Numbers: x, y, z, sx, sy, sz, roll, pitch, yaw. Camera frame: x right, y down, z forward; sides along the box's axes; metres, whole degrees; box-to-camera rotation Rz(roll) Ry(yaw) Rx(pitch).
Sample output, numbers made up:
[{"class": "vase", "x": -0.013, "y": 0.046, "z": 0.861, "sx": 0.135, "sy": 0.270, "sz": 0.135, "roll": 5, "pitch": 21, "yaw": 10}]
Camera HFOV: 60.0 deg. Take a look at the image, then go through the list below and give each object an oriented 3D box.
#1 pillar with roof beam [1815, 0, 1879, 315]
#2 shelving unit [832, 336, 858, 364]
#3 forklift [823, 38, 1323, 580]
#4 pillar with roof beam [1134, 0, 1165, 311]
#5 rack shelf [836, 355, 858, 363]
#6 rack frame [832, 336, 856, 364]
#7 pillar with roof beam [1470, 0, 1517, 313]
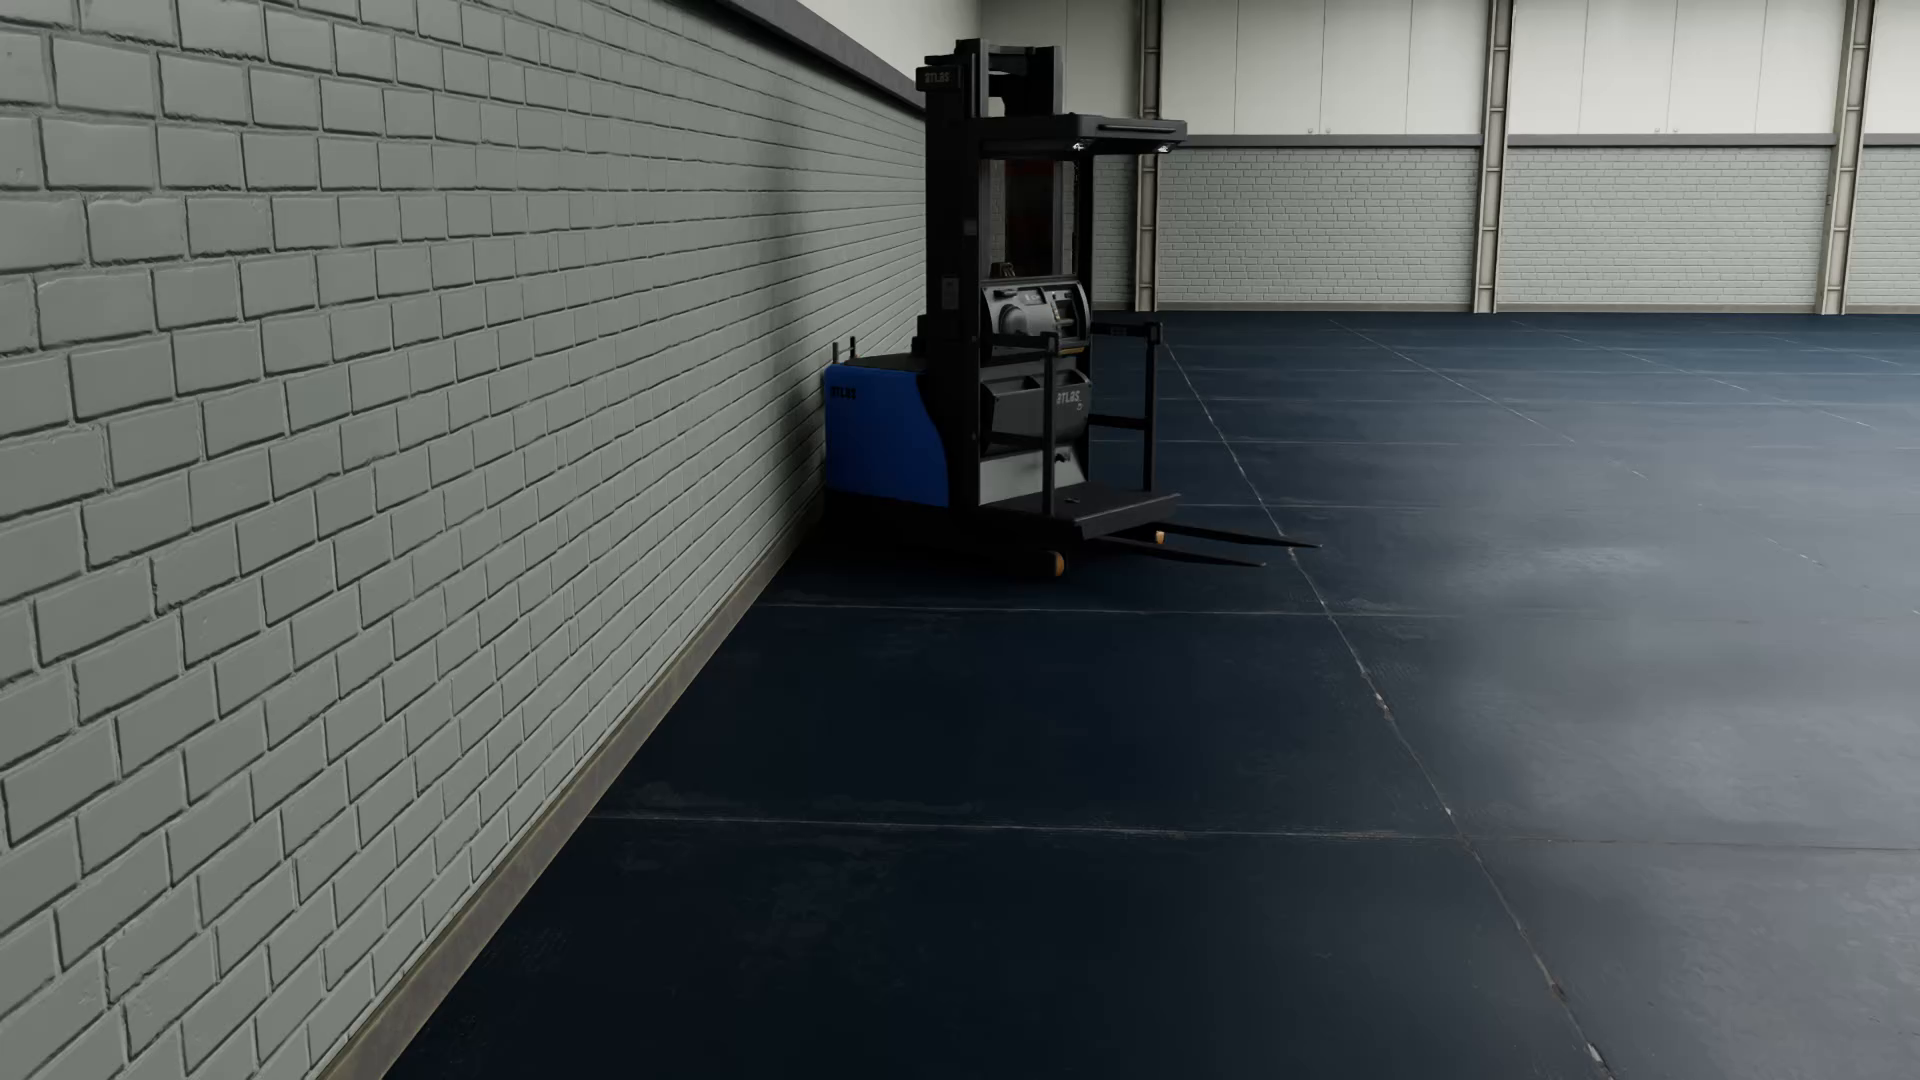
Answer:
[{"class": "pillar with roof beam", "x": 15.048, "y": -7.514, "z": 24.211, "sx": 0.400, "sy": 9.000, "sz": 9.100, "roll": 1, "pitch": 12, "yaw": 4}, {"class": "shelving unit", "x": -0.287, "y": -0.793, "z": 11.310, "sx": 1.048, "sy": 1.125, "sz": 0.538, "roll": 2, "pitch": 12, "yaw": 11}, {"class": "forklift", "x": 0.605, "y": -1.337, "z": 9.499, "sx": 3.031, "sy": 2.935, "sz": 1.130, "roll": 10, "pitch": 15, "yaw": 39}, {"class": "pillar with roof beam", "x": 3.075, "y": -7.678, "z": 24.996, "sx": 0.400, "sy": 9.000, "sz": 9.100, "roll": 1, "pitch": 12, "yaw": 4}, {"class": "rack shelf", "x": -0.287, "y": -1.079, "z": 11.250, "sx": 1.000, "sy": 0.278, "sz": 0.538, "roll": 2, "pitch": 12, "yaw": 11}, {"class": "rack frame", "x": -0.785, "y": -0.813, "z": 11.407, "sx": 0.032, "sy": 1.125, "sz": 0.500, "roll": 2, "pitch": 12, "yaw": 11}, {"class": "pillar with roof beam", "x": 9.062, "y": -7.596, "z": 24.604, "sx": 0.400, "sy": 9.000, "sz": 9.100, "roll": 1, "pitch": 12, "yaw": 4}]
